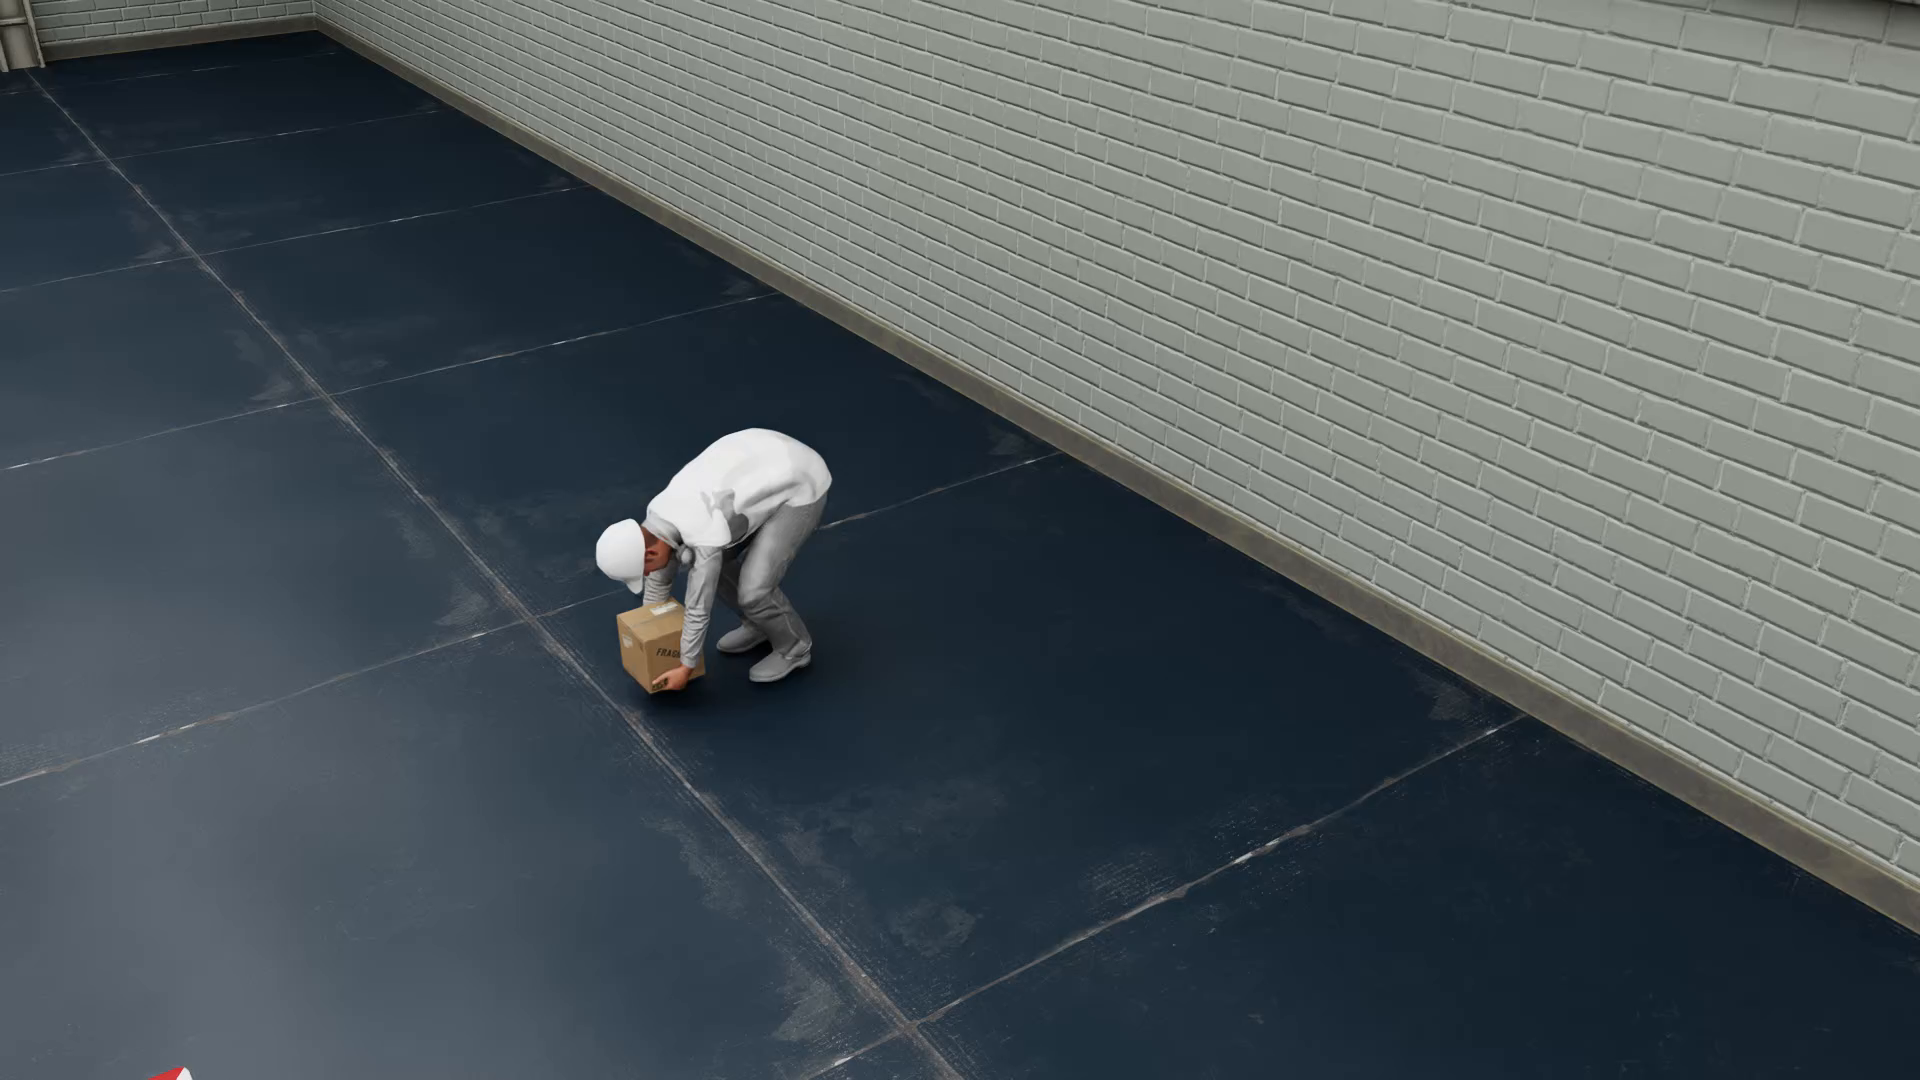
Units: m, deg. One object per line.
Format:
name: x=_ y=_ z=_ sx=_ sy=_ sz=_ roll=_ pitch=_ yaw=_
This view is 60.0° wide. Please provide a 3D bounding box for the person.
person: x=-0.981 y=0.106 z=6.695 sx=1.000 sy=1.015 sz=0.503 roll=-21 pitch=35 yaw=-33
